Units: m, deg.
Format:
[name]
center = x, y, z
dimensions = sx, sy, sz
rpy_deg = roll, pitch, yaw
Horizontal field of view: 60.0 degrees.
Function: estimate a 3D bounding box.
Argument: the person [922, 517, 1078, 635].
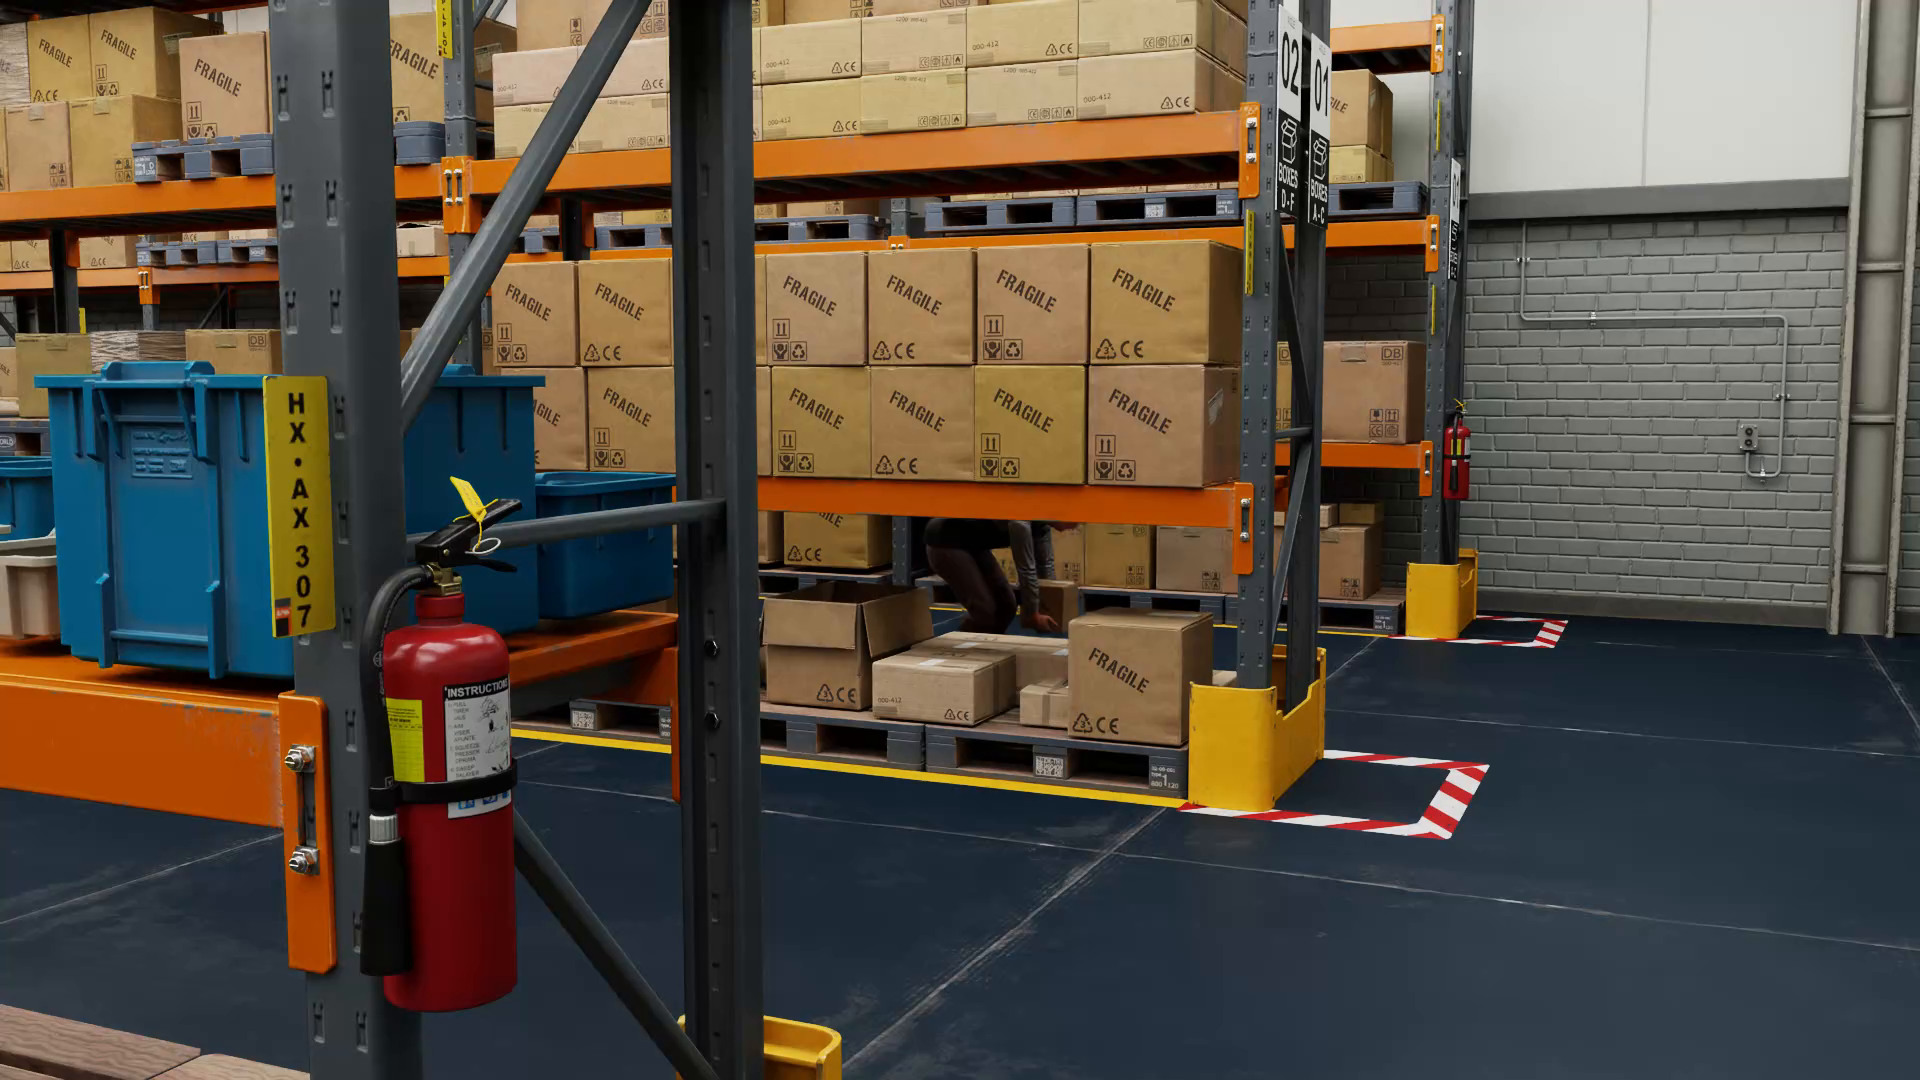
[person]
center = 0.261, 0.272, 9.372
dimensions = 0.940, 1.140, 0.484
rpy_deg = 2, 6, 21
